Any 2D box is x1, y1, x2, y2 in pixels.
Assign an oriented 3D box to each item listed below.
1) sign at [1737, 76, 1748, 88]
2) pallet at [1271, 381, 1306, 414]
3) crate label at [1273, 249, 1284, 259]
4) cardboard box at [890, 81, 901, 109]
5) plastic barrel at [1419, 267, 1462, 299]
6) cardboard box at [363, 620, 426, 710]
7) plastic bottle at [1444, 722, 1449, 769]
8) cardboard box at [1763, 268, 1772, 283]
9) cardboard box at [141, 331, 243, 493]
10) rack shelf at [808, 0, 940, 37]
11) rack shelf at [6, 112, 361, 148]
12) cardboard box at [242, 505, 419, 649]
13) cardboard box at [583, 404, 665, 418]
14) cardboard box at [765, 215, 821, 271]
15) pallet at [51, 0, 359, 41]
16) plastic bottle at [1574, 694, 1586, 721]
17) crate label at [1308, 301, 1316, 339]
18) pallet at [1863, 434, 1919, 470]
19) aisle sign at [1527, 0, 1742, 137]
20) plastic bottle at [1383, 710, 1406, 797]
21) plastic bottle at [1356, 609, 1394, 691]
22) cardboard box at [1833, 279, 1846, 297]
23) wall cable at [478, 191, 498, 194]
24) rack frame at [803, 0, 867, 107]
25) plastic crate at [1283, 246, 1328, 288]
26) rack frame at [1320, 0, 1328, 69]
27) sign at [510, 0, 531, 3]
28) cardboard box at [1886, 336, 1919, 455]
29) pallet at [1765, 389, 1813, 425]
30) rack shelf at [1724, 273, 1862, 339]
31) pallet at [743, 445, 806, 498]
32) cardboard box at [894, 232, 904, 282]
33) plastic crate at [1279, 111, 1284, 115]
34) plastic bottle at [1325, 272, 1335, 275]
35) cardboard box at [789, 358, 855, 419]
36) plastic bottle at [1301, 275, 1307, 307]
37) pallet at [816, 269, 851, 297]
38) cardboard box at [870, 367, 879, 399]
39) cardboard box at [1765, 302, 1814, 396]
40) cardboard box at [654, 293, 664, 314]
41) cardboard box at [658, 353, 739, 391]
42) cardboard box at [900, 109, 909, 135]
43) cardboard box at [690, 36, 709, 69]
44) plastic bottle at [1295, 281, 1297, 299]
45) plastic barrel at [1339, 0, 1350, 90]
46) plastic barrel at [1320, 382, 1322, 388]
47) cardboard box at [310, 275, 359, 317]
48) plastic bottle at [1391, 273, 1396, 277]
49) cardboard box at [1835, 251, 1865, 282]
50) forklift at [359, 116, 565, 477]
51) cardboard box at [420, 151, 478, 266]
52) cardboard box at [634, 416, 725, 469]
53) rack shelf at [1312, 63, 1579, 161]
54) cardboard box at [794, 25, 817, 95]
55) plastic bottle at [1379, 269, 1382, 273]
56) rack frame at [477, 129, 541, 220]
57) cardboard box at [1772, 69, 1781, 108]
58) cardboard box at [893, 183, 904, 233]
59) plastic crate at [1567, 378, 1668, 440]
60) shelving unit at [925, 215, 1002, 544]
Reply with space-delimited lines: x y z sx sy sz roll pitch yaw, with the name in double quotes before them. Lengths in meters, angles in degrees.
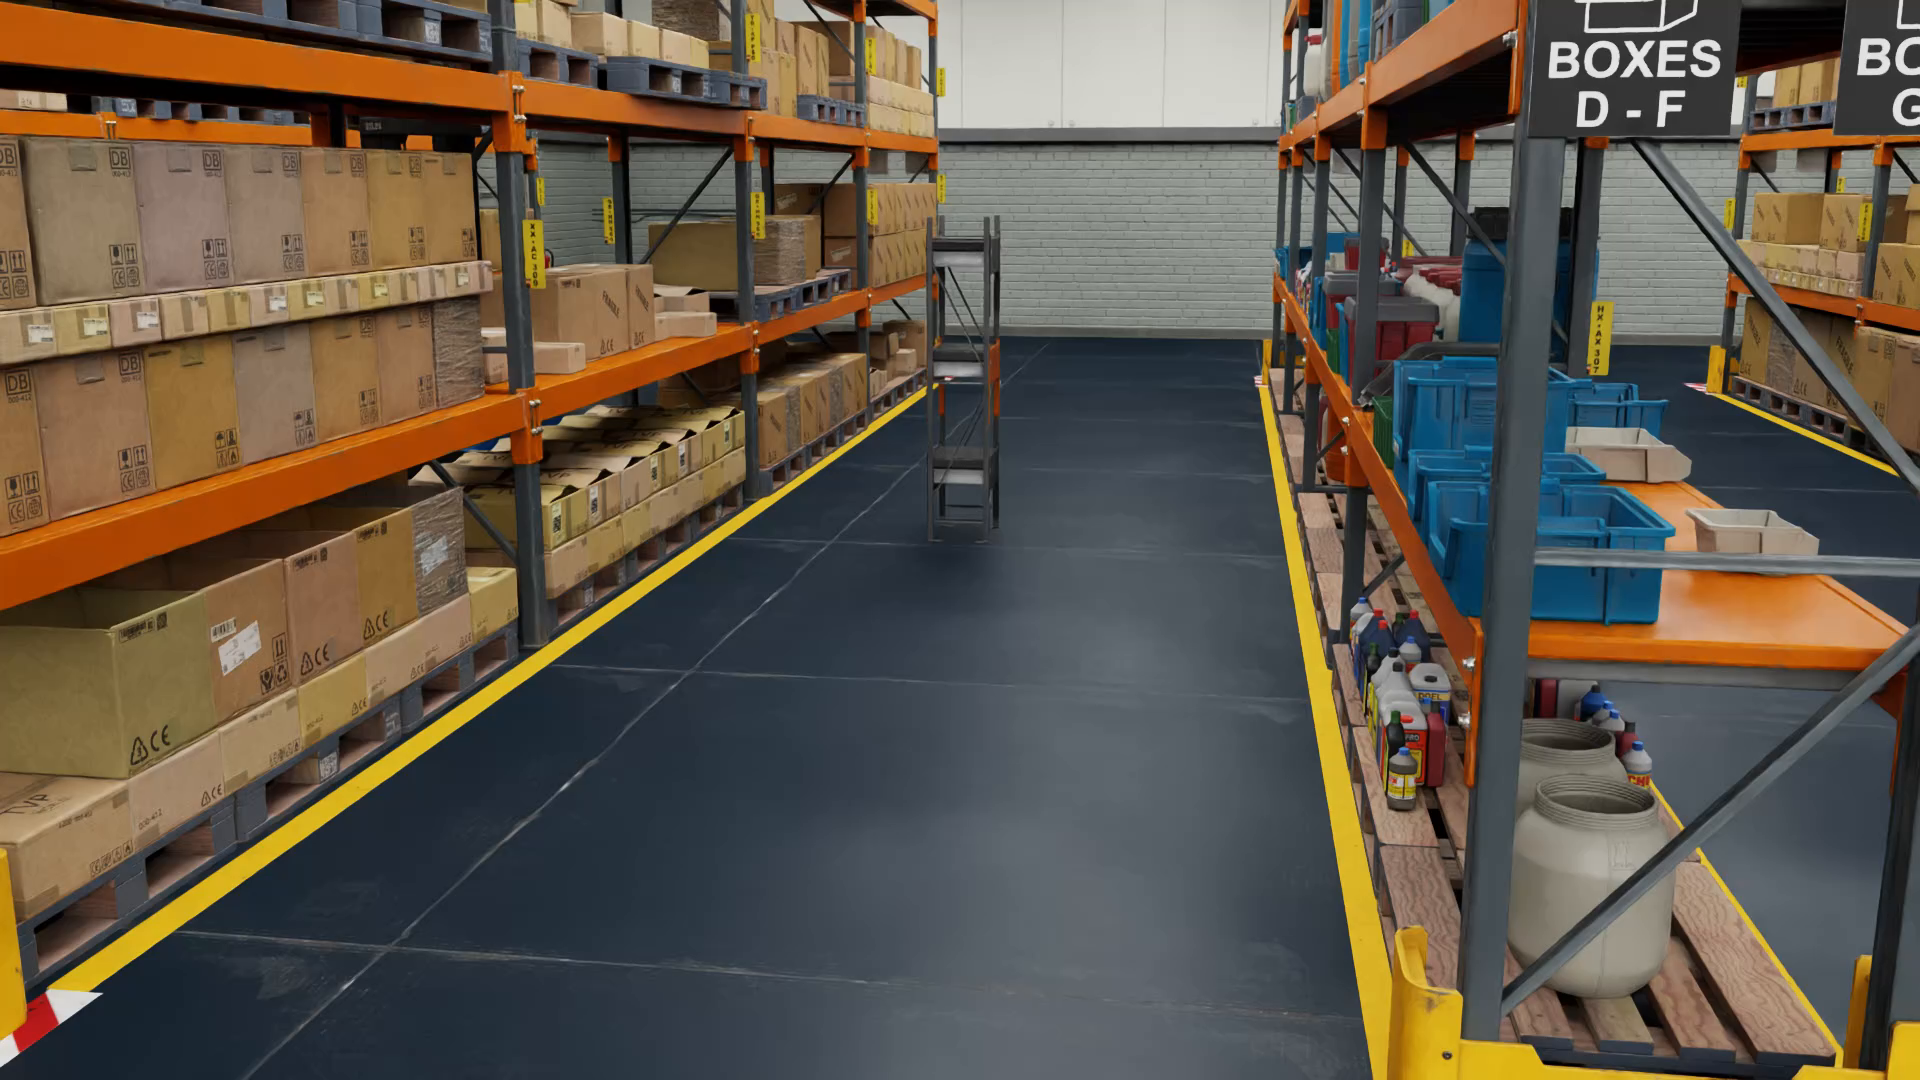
"sign" 8.477 -5.066 17.999 0.100 0.325 0.005 2 12 9
"pallet" 3.775 -1.489 17.399 1.003 0.211 1.213 2 12 9
"crate label" 3.767 -3.182 18.894 0.416 0.233 0.303 2 12 9
"cardboard box" -0.895 -4.542 17.000 0.500 0.250 0.500 2 12 9
"plastic barrel" 2.828 -1.279 9.484 0.433 0.535 0.433 0 12 0
"cardboard box" -2.614 0.512 7.026 0.500 0.250 0.500 2 12 9
"plastic bottle" 1.732 0.731 6.077 0.097 0.201 0.097 0 12 0
"cardboard box" 8.487 -2.715 17.067 0.380 0.149 0.250 2 12 8
"cardboard box" -2.982 -0.464 5.790 0.700 0.500 0.500 2 12 9
"rack shelf" -1.071 -5.600 17.332 1.077 0.370 4.000 2 12 9
"rack shelf" -6.582 -3.462 14.525 1.077 0.370 4.000 2 12 9
"cardboard box" -2.626 0.145 6.949 0.500 0.500 0.500 2 12 9
"cardboard box" -2.365 -0.807 11.817 0.500 0.311 0.500 2 12 11
"cardboard box" -1.673 -2.767 15.477 0.700 0.500 0.500 -2 12 -10
"pallet" -2.905 -1.930 5.919 1.003 0.211 1.213 2 12 9
"plastic bottle" 2.371 0.685 6.291 0.097 0.201 0.097 0 12 0
"crate label" 2.465 -1.453 11.011 0.303 0.233 0.416 2 12 9
"pallet" 8.365 -0.756 14.000 1.003 0.211 1.213 2 12 9
"aisle sign" 1.365 -1.210 3.318 0.394 0.787 0.004 2 12 9
"plastic bottle" 1.519 0.747 5.812 0.061 0.283 0.133 2 12 10
"plastic bottle" 1.751 0.457 6.996 0.144 0.351 0.185 2 12 10
"cardboard box" 8.172 -2.287 15.082 0.380 0.149 0.250 2 12 10
"wall cable" -6.397 -4.390 21.833 0.084 1.984 1.851 2 12 9
"rack frame" -1.379 -5.537 15.324 1.000 3.000 0.127 2 12 9
"plastic crate" 3.250 -2.572 15.705 0.392 0.384 0.575 2 12 9
"rack frame" 2.900 -4.543 10.712 1.000 3.000 0.127 2 12 9
"sign" -2.061 -2.679 7.768 0.100 0.325 0.005 2 12 9
"cardboard box" 8.194 -1.129 13.158 1.225 0.875 0.875 1 12 7
"pallet" 8.789 -1.329 16.661 1.003 0.211 1.213 2 12 9
"rack shelf" 8.717 -2.347 16.471 1.077 0.370 4.000 2 12 9
"pallet" -1.842 -0.562 13.101 1.003 0.211 1.213 2 12 9
"cardboard box" -0.876 -2.961 17.375 0.500 0.500 0.500 2 12 8
"plastic crate" 3.796 -4.607 18.439 0.497 0.269 0.590 2 12 9
"plastic bottle" 3.075 -2.100 13.914 0.152 0.276 0.135 2 12 9
"cardboard box" -1.256 -1.382 15.177 0.500 0.500 0.500 2 12 9
"plastic bottle" 2.844 -2.031 13.605 0.097 0.271 0.097 0 12 0
"pallet" -1.610 -2.347 15.221 1.003 0.211 1.213 2 12 9
"cardboard box" -1.100 -1.585 16.566 0.500 0.311 0.500 2 12 9
"cardboard box" 8.865 -1.956 16.997 0.875 0.875 0.875 2 12 9
"cardboard box" -2.323 -1.548 11.267 0.500 0.311 0.500 2 12 8
"cardboard box" -2.078 -1.345 13.224 0.500 0.250 0.500 2 12 11
"cardboard box" -0.827 -4.402 17.537 0.500 0.250 0.500 2 12 9
"cardboard box" -2.008 -3.273 11.301 0.500 0.250 0.500 1 12 4
"plastic bottle" 3.017 -2.231 14.695 0.097 0.201 0.097 0 12 0
"plastic barrel" 2.350 -2.874 8.899 0.600 0.901 0.708 2 12 9
"plastic barrel" 3.306 -1.362 14.178 0.600 0.901 0.708 2 12 9
"cardboard box" -2.636 -0.977 6.628 0.380 0.149 0.250 2 12 10
"plastic bottle" 3.619 -2.080 13.821 0.152 0.276 0.135 2 12 9
"cardboard box" 8.218 -2.455 14.913 0.500 0.250 0.500 2 12 8
"forklift" -4.678 -2.045 13.525 3.031 2.935 1.130 7 14 31
"cardboard box" -2.671 -1.529 7.652 0.700 0.500 0.500 2 12 9
"cardboard box" -1.905 -0.681 11.233 0.500 0.311 0.500 2 12 8
"rack shelf" 2.592 -2.308 9.172 1.077 0.370 4.000 2 12 9
"cardboard box" -1.609 -4.131 14.450 0.600 0.600 0.600 2 12 8
"plastic bottle" 3.526 -2.183 14.119 0.144 0.351 0.185 2 12 9
"rack frame" -5.659 -3.596 20.561 1.000 3.000 0.127 2 12 9
"cardboard box" 8.997 -4.774 17.435 0.700 0.500 0.500 1 12 5
"cardboard box" -0.870 -3.445 17.248 0.500 0.500 0.500 2 12 7
"plastic crate" 2.383 -0.465 6.386 0.499 0.251 0.616 2 12 9
"shelving unit" 0.025 -1.061 10.932 0.431 2.100 0.503 2 12 9
